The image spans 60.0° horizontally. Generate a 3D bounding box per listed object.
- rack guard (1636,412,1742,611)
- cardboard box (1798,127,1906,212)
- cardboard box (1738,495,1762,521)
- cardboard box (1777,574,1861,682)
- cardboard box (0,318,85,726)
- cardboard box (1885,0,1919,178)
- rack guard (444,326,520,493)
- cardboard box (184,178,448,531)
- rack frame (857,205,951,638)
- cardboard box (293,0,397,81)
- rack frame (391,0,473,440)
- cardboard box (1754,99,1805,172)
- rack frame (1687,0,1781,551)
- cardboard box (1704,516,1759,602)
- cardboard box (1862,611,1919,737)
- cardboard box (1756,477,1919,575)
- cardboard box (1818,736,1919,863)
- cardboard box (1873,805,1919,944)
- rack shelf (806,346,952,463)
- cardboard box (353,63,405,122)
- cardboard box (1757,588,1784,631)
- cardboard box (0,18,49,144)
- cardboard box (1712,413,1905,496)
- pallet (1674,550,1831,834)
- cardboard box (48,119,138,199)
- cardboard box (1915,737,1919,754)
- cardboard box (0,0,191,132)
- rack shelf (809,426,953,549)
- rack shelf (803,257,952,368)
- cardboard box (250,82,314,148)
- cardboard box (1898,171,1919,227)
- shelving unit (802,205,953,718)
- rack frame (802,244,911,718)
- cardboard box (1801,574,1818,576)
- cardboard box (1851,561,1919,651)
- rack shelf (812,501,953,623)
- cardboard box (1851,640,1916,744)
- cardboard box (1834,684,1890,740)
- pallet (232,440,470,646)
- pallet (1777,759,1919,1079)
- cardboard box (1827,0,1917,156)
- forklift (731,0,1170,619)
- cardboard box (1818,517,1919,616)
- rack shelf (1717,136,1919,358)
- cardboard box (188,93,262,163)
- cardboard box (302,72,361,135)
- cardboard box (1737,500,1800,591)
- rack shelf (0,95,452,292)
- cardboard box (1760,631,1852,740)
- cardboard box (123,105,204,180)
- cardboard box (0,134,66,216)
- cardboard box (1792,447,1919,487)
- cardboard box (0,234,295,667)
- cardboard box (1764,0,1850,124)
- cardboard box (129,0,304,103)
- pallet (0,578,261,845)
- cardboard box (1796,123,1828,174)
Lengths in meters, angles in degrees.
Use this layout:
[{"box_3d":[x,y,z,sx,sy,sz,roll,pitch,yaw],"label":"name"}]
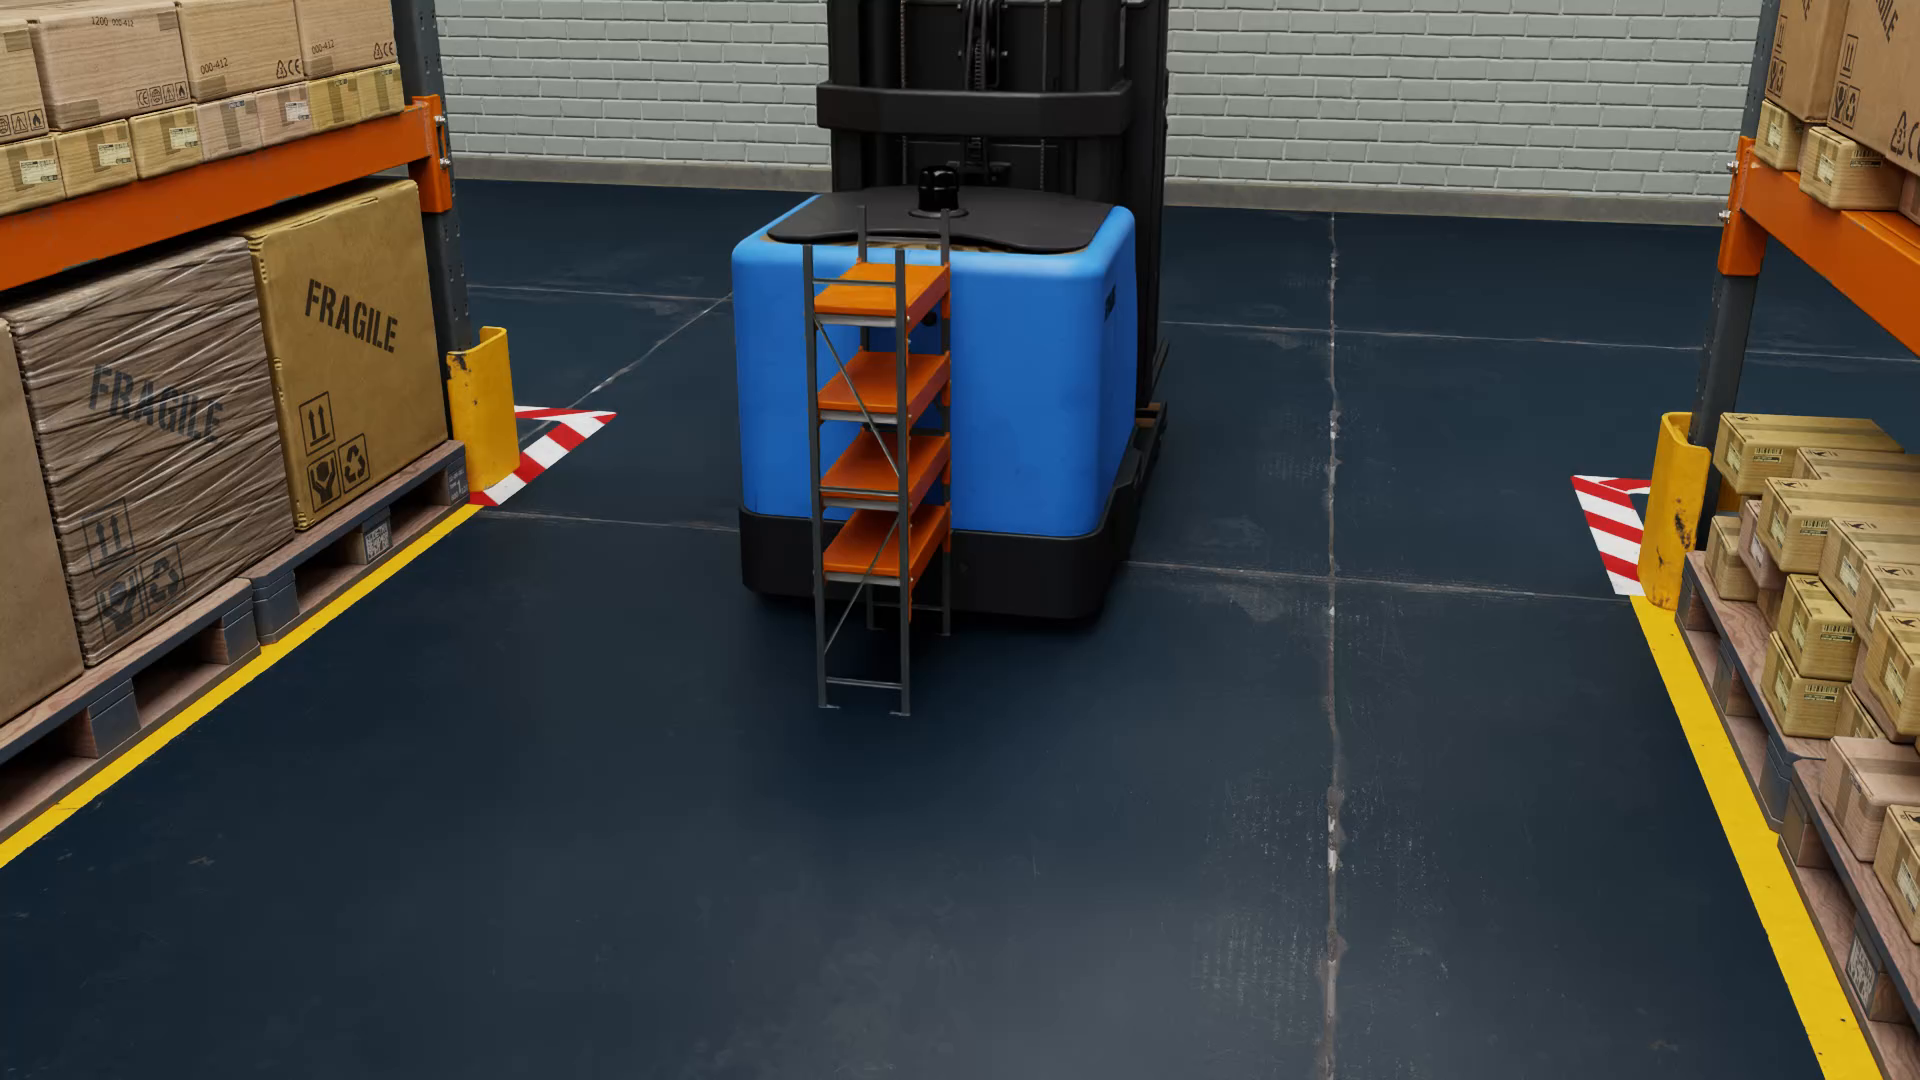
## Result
[{"box_3d":[2.627,-0.047,4.801,1.175,0.500,0.348,4,22,11],"label":"rack guard"},{"box_3d":[2.137,-0.834,3.745,0.380,0.149,0.250,4,22,9],"label":"cardboard box"},{"box_3d":[2.285,-0.073,4.375,0.380,0.149,0.250,5,23,13],"label":"cardboard box"},{"box_3d":[2.052,0.205,3.685,0.380,0.149,0.250,5,23,13],"label":"cardboard box"},{"box_3d":[-2.612,0.040,3.521,0.875,0.875,0.875,4,22,11],"label":"cardboard box"},{"box_3d":[2.084,-0.900,3.040,0.500,0.500,0.500,5,22,12],"label":"cardboard box"},{"box_3d":[-2.187,-0.499,5.923,1.175,0.500,0.348,4,22,11],"label":"rack guard"},{"box_3d":[-2.244,-0.618,5.156,0.875,0.875,0.875,4,22,11],"label":"cardboard box"},{"box_3d":[-0.145,-0.294,4.477,0.240,1.200,0.015,4,22,11],"label":"rack frame"},{"box_3d":[-2.031,-1.520,4.916,0.500,0.250,0.500,4,22,10],"label":"cardboard box"},{"box_3d":[-2.192,-1.649,5.434,1.000,3.000,0.127,4,22,11],"label":"rack frame"},{"box_3d":[2.256,-1.024,4.218,0.380,0.149,0.250,4,22,10],"label":"cardboard box"},{"box_3d":[2.643,-1.234,4.403,1.000,3.000,0.127,4,22,11],"label":"rack frame"},{"box_3d":[2.223,0.060,4.442,0.380,0.149,0.250,5,22,12],"label":"cardboard box"},{"box_3d":[1.954,0.266,3.136,0.380,0.149,0.250,5,22,12],"label":"cardboard box"},{"box_3d":[2.088,-0.025,3.857,0.380,0.149,0.250,4,22,11],"label":"cardboard box"},{"box_3d":[1.951,0.524,3.291,0.380,0.149,0.250,3,22,8],"label":"cardboard box"},{"box_3d":[1.920,0.627,3.035,0.380,0.149,0.250,4,22,11],"label":"cardboard box"},{"box_3d":[-0.195,-0.350,4.197,0.258,0.148,0.480,4,22,11],"label":"rack shelf"},{"box_3d":[-1.942,-1.378,5.095,0.380,0.149,0.250,5,22,12],"label":"cardboard box"},{"box_3d":[2.249,0.162,4.189,0.380,0.149,0.250,4,22,11],"label":"cardboard box"},{"box_3d":[-2.341,-0.958,3.520,0.500,0.250,0.500,4,22,11],"label":"cardboard box"},{"box_3d":[2.203,-0.217,4.335,0.380,0.149,0.250,3,22,8],"label":"cardboard box"},{"box_3d":[2.427,0.381,4.124,1.003,0.211,1.213,4,22,11],"label":"pallet"},{"box_3d":[-2.202,-0.909,3.932,0.380,0.149,0.250,5,22,11],"label":"cardboard box"},{"box_3d":[2.076,0.412,3.172,0.380,0.149,0.250,6,23,14],"label":"cardboard box"},{"box_3d":[-2.239,-1.149,3.993,0.500,0.250,0.500,4,22,9],"label":"cardboard box"},{"box_3d":[-0.195,-0.142,4.281,0.258,0.148,0.480,4,22,11],"label":"rack shelf"},{"box_3d":[-0.195,-0.569,4.109,0.258,0.148,0.480,4,22,11],"label":"rack shelf"},{"box_3d":[-2.046,-1.190,4.630,0.380,0.149,0.250,5,22,11],"label":"cardboard box"},{"box_3d":[2.218,-0.729,3.484,0.380,0.149,0.250,6,23,13],"label":"cardboard box"},{"box_3d":[-0.195,-0.205,4.256,0.258,1.200,0.503,4,22,11],"label":"shelving unit"},{"box_3d":[-0.244,-0.115,4.034,0.240,1.200,0.015,4,22,11],"label":"rack frame"},{"box_3d":[2.210,0.119,3.898,0.380,0.149,0.250,5,22,12],"label":"cardboard box"},{"box_3d":[2.053,0.173,3.366,0.380,0.149,0.250,5,23,13],"label":"cardboard box"},{"box_3d":[-0.195,0.042,4.355,0.258,0.148,0.480,4,22,11],"label":"rack shelf"},{"box_3d":[2.090,0.309,3.426,0.380,0.149,0.250,3,22,8],"label":"cardboard box"},{"box_3d":[2.087,0.439,3.501,0.380,0.149,0.250,5,22,11],"label":"cardboard box"},{"box_3d":[-2.279,-0.058,5.214,1.003,0.211,1.213,4,22,11],"label":"pallet"},{"box_3d":[2.176,0.826,3.020,1.003,0.211,1.213,4,22,11],"label":"pallet"},{"box_3d":[2.196,-1.078,3.483,0.500,0.500,0.500,5,22,11],"label":"cardboard box"},{"box_3d":[0.166,-1.659,5.549,1.130,2.935,3.031,4,22,11],"label":"forklift"},{"box_3d":[2.118,0.072,3.616,0.380,0.149,0.250,3,22,8],"label":"cardboard box"},{"box_3d":[2.235,-0.169,2.722,1.077,0.370,4.000,4,22,11],"label":"rack shelf"},{"box_3d":[-2.098,-1.099,4.403,0.380,0.149,0.250,5,22,12],"label":"cardboard box"},{"box_3d":[-1.994,-1.282,4.859,0.380,0.149,0.250,5,22,11],"label":"cardboard box"},{"box_3d":[2.173,0.023,4.137,0.380,0.149,0.250,4,22,11],"label":"cardboard box"},{"box_3d":[-2.600,-0.584,3.752,1.077,0.370,4.000,4,22,11],"label":"rack shelf"},{"box_3d":[2.046,0.339,3.751,0.380,0.149,0.250,5,22,12],"label":"cardboard box"},{"box_3d":[-2.149,-1.004,4.167,0.380,0.149,0.250,4,22,10],"label":"cardboard box"},{"box_3d":[-2.255,-0.819,3.707,0.380,0.149,0.250,5,22,12],"label":"cardboard box"},{"box_3d":[2.265,-0.107,4.062,0.380,0.149,0.250,5,22,12],"label":"cardboard box"},{"box_3d":[-2.430,-0.286,4.330,0.875,0.875,0.875,4,22,11],"label":"cardboard box"},{"box_3d":[2.281,-1.276,3.974,0.500,0.500,0.500,6,23,13],"label":"cardboard box"},{"box_3d":[-2.135,-1.335,4.456,0.500,0.250,0.500,4,22,10],"label":"cardboard box"},{"box_3d":[-2.530,0.387,4.109,1.003,0.211,1.213,4,22,11],"label":"pallet"},{"box_3d":[2.244,-0.928,3.979,0.380,0.149,0.250,5,23,13],"label":"cardboard box"}]
